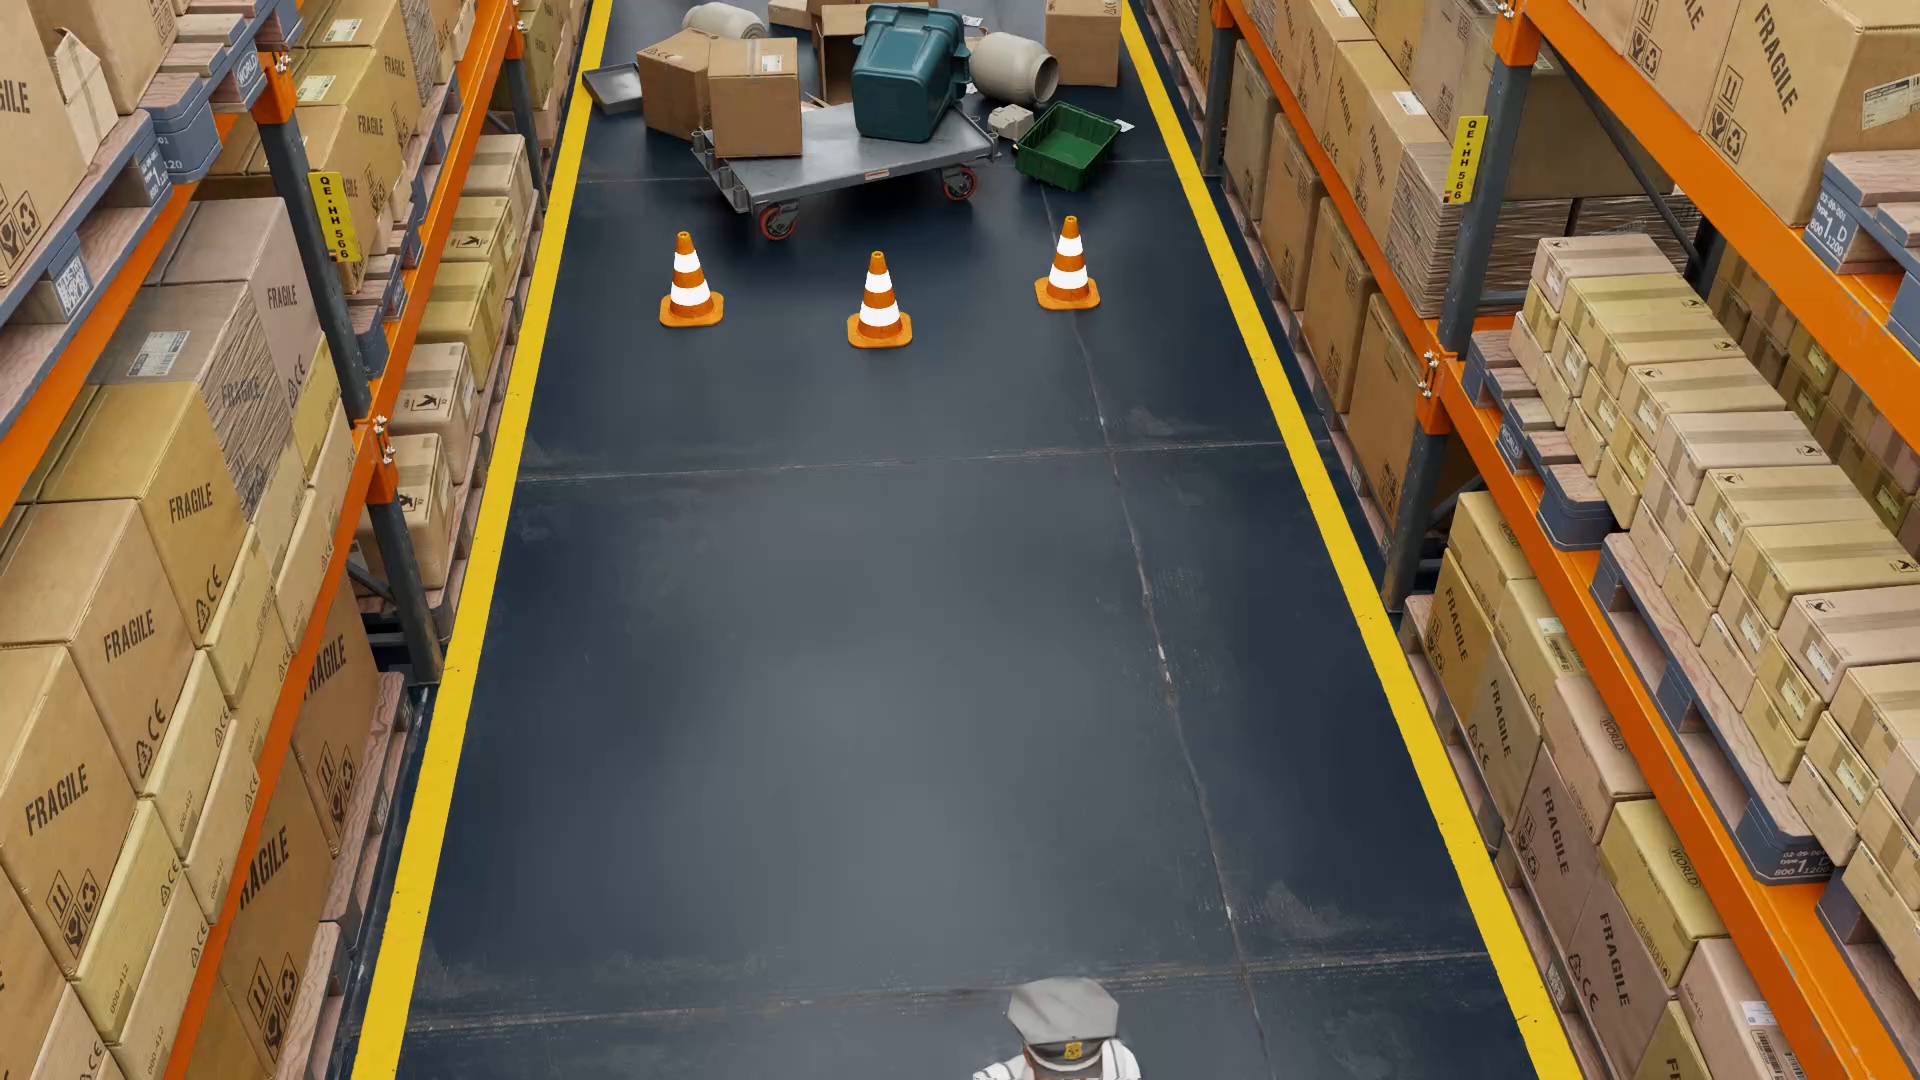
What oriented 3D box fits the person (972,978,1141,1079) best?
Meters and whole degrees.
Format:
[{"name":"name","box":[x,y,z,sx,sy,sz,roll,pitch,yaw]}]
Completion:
[{"name":"person","box":[0.237,1.675,4.094,0.545,1.665,0.899,-7,40,-8]}]
